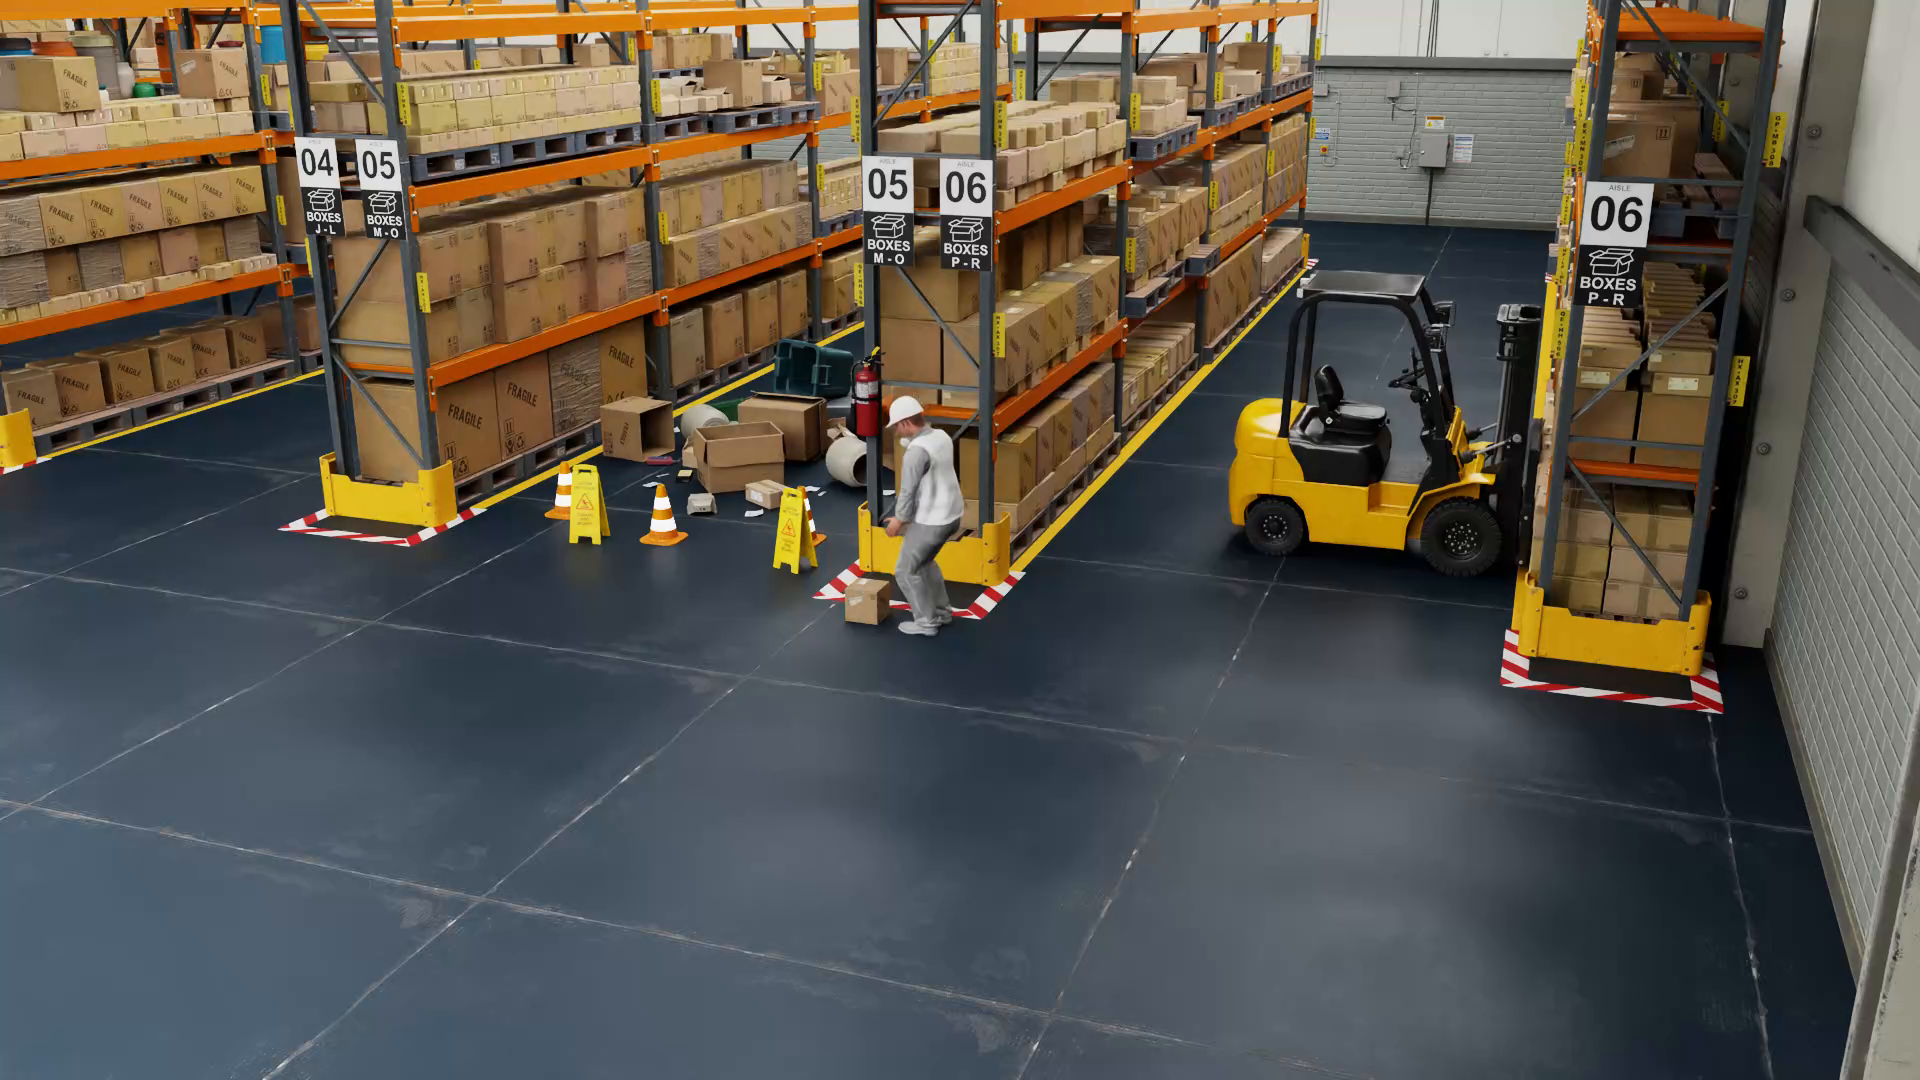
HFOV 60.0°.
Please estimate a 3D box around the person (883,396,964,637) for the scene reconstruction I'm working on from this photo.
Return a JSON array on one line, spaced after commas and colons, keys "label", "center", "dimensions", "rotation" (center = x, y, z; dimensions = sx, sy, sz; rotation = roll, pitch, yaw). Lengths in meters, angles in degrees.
[{"label": "person", "center": [-0.261, -0.167, 11.657], "dimensions": [0.516, 1.695, 0.567], "rotation": [9, 20, 24]}]
